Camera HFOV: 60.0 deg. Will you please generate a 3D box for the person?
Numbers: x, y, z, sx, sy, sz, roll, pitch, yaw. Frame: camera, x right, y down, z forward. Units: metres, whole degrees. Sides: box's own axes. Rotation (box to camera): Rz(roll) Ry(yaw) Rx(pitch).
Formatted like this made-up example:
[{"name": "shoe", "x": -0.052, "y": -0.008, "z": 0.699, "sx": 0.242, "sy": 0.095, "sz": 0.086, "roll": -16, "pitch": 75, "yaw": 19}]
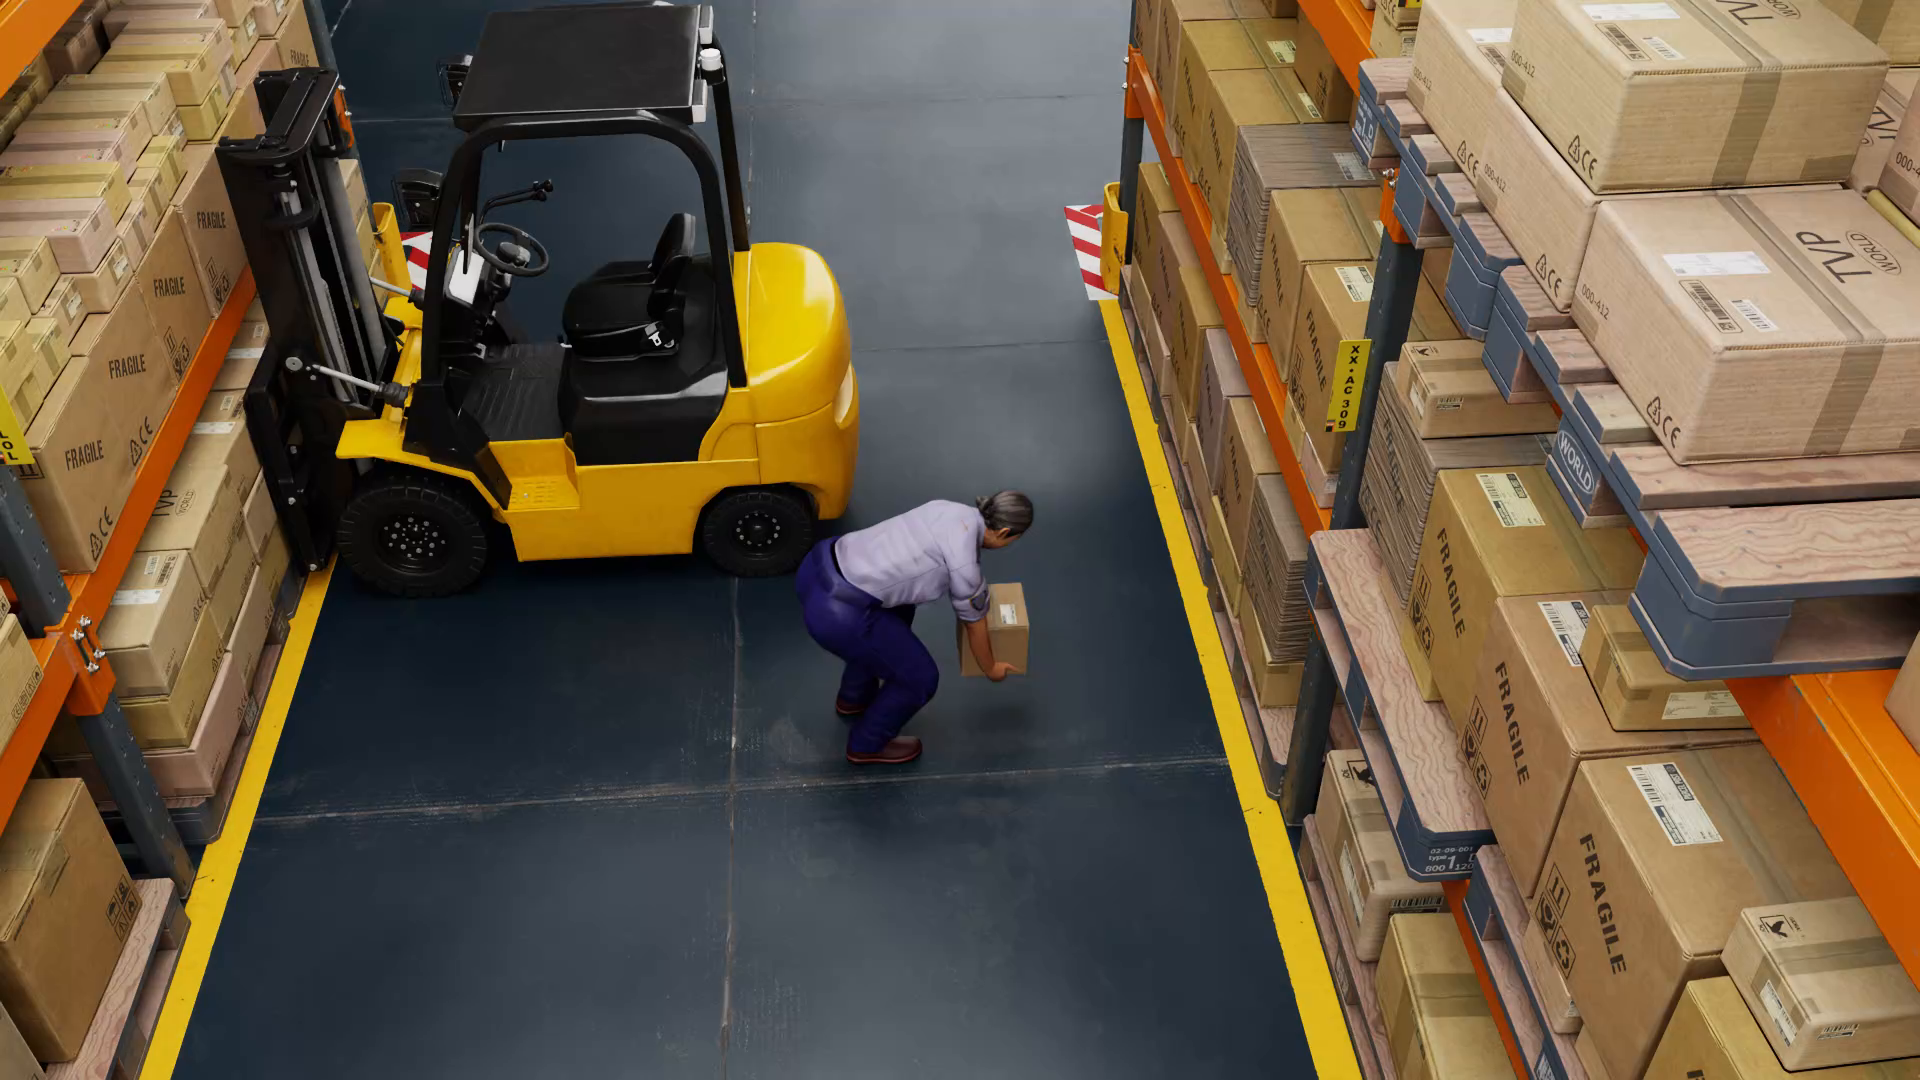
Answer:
[{"name": "person", "x": -0.159, "y": 0.308, "z": 6.252, "sx": 0.888, "sy": 1.067, "sz": 0.506, "roll": -10, "pitch": 40, "yaw": -12}]
